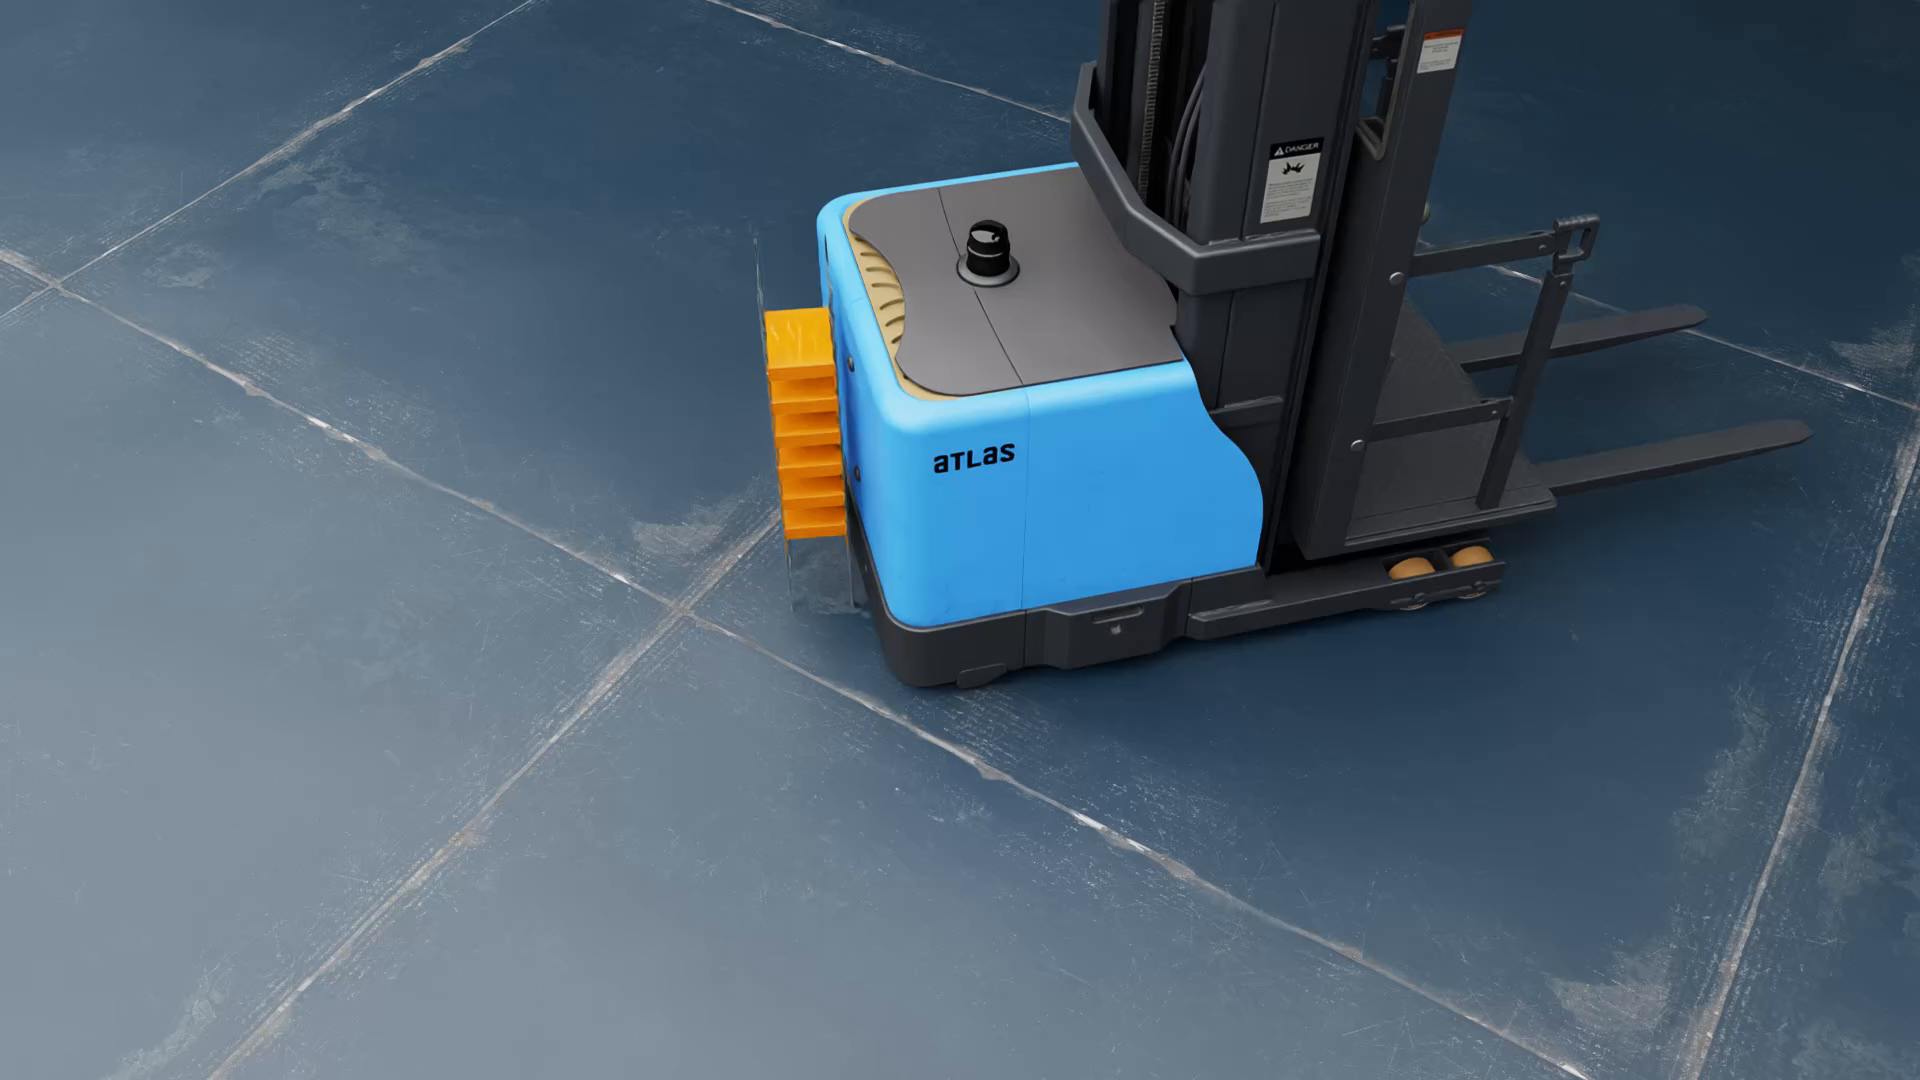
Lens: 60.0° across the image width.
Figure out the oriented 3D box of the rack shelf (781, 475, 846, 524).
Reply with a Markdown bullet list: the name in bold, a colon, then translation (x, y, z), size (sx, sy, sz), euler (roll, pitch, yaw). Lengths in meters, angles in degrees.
- **rack shelf**: translation (-0.430, -0.177, 4.814), size (0.180, 0.103, 0.258), euler (-5, 46, -5)

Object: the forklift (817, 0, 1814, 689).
- **forklift**: translation (1.156, -1.167, 4.340), size (3.031, 2.935, 1.130), euler (-10, 47, -10)

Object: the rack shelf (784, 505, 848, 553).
- **rack shelf**: translation (-0.430, -0.094, 4.901), size (0.180, 0.103, 0.258), euler (-5, 46, -5)

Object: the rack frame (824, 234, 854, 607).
- **rack frame**: translation (-0.339, -0.299, 4.703), size (0.006, 1.200, 0.240), euler (-5, 46, -5)

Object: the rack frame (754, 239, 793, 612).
- **rack frame**: translation (-0.521, -0.284, 4.688), size (0.006, 1.200, 0.240), euler (-5, 46, -5)

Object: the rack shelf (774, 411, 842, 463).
- **rack shelf**: translation (-0.430, -0.344, 4.642), size (0.180, 0.103, 0.258), euler (-5, 46, -5)

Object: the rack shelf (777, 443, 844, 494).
- **rack shelf**: translation (-0.430, -0.261, 4.728), size (0.180, 0.103, 0.258), euler (-5, 46, -5)

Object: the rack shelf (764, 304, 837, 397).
- **rack shelf**: translation (-0.430, -0.511, 4.469), size (0.180, 0.103, 0.258), euler (-5, 46, -5)

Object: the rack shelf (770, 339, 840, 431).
- **rack shelf**: translation (-0.430, -0.427, 4.555), size (0.180, 0.103, 0.258), euler (-5, 46, -5)

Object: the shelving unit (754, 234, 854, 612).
- **shelving unit**: translation (-0.430, -0.291, 4.696), size (0.189, 1.200, 0.258), euler (-5, 46, -5)
